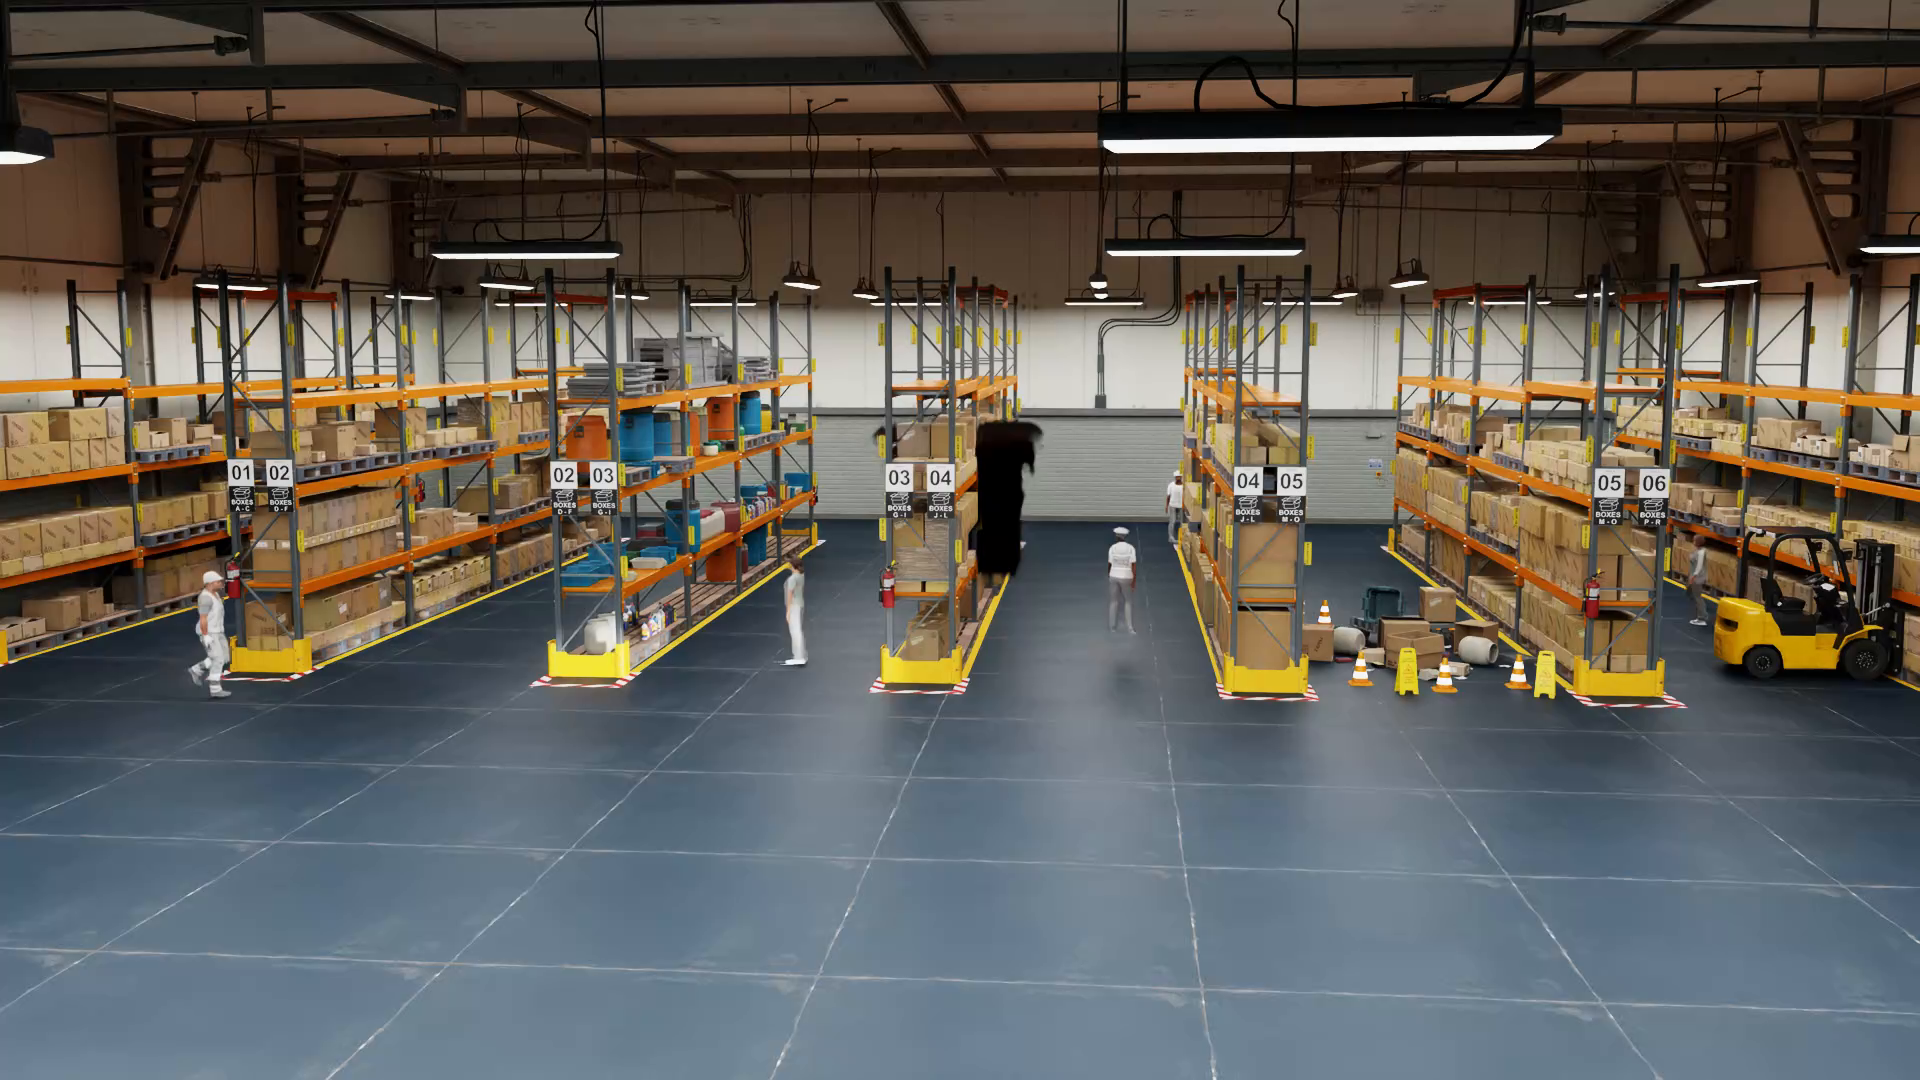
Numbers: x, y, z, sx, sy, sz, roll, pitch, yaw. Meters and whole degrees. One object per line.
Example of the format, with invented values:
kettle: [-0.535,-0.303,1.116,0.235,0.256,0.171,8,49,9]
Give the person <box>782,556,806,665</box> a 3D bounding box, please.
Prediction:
person: [-2.535,1.088,25.533,0.372,1.709,0.555,2,7,14]

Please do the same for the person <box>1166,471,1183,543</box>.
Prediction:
person: [5.331,-0.813,40.598,0.620,1.770,0.386,0,7,-3]

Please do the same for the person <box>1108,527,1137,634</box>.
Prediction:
person: [2.610,0.681,26.624,0.497,1.754,0.615,4,8,30]

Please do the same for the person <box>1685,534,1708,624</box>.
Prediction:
person: [12.843,0.681,28.993,0.437,1.592,0.476,6,9,43]

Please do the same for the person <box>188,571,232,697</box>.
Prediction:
person: [-10.500,1.308,23.150,0.688,1.763,0.606,1,7,5]
